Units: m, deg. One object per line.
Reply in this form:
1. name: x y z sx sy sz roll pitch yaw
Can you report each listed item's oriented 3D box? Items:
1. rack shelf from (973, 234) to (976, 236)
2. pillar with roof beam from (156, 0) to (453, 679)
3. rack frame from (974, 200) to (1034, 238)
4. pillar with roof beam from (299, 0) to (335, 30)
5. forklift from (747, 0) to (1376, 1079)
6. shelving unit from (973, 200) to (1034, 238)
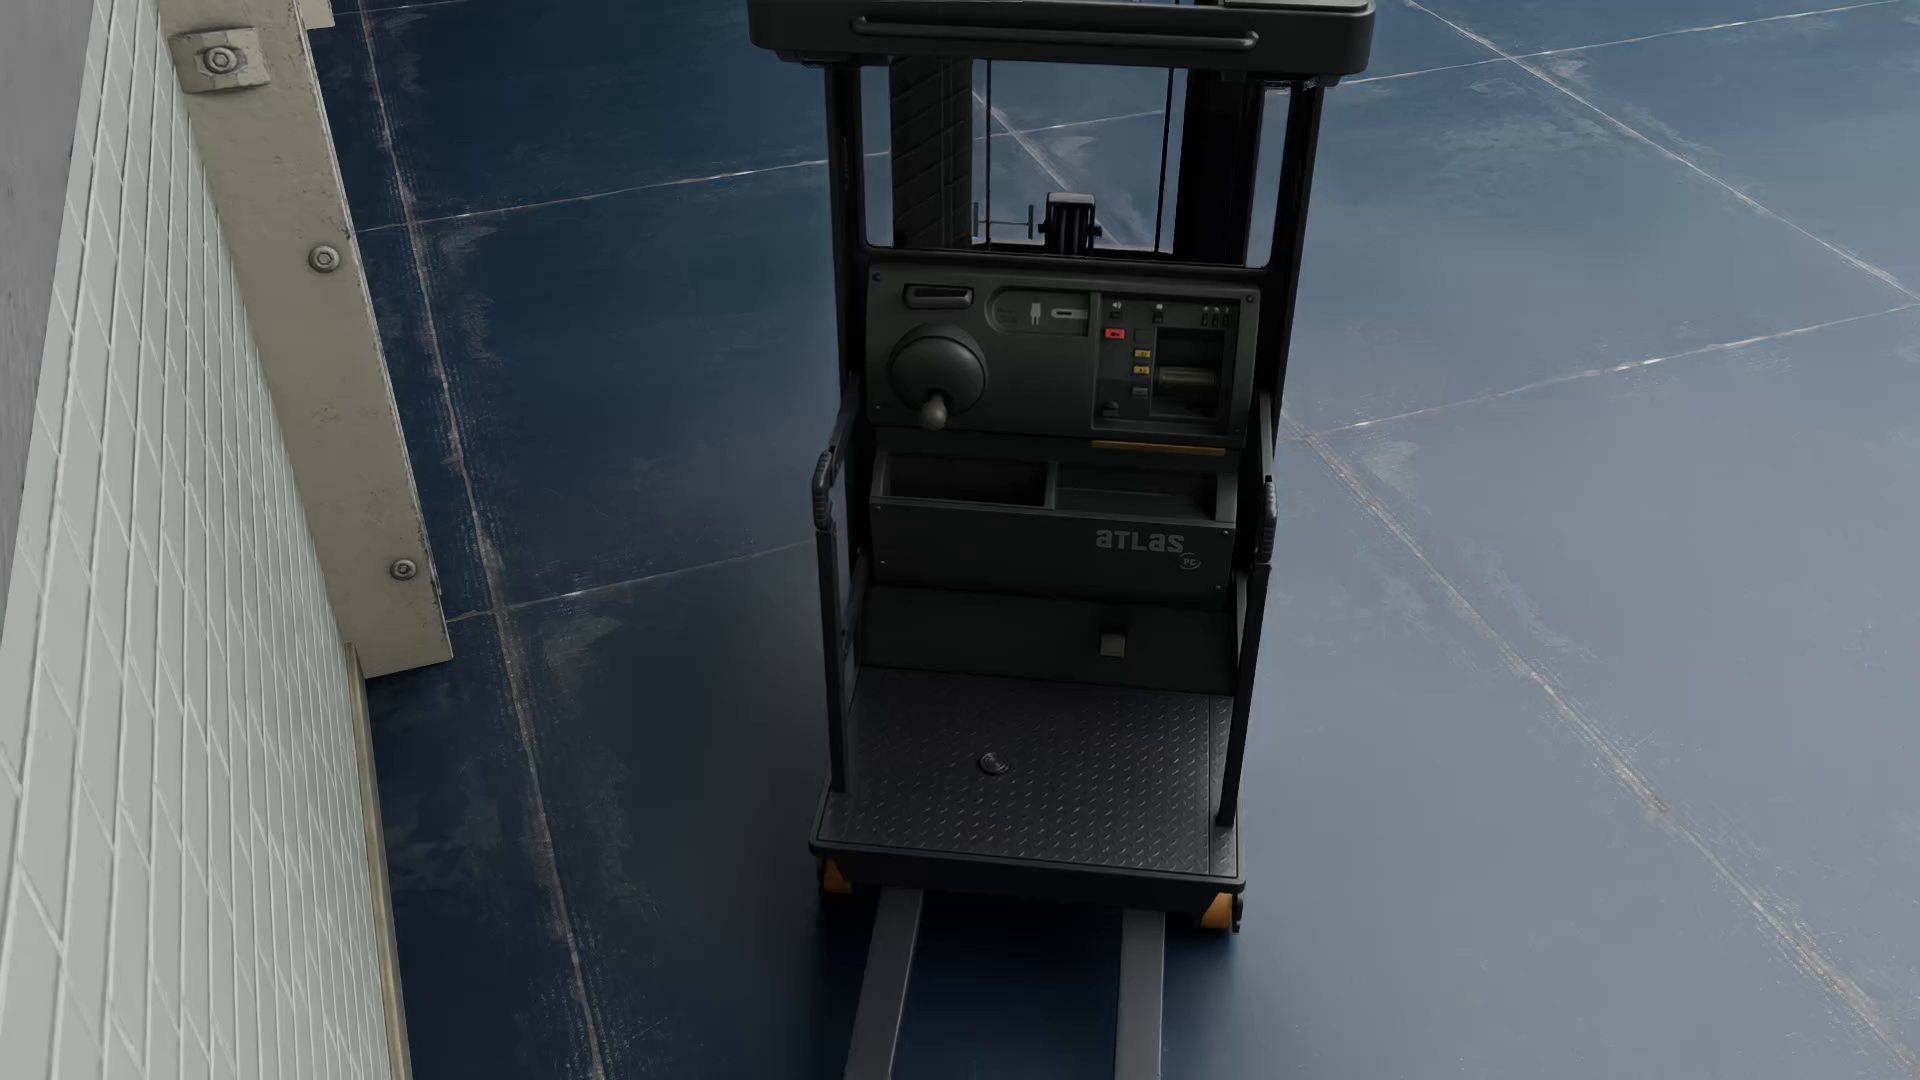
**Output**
1. rack shelf: 0.131 -0.841 5.540 0.215 0.259 0.240 4 37 6
2. pillar with roof beam: 2.229 -4.190 3.833 9.100 9.000 0.400 -12 39 -16
3. rack frame: 0.146 -0.696 5.801 0.200 1.050 0.008 4 37 6
4. pillar with roof beam: 0.164 -7.580 8.333 9.100 9.000 0.400 -12 39 -16
5. forklift: 0.214 -0.370 3.805 1.130 2.935 3.031 4 37 6
6. shelving unit: 0.131 -0.623 5.705 0.215 1.050 0.252 4 37 6
